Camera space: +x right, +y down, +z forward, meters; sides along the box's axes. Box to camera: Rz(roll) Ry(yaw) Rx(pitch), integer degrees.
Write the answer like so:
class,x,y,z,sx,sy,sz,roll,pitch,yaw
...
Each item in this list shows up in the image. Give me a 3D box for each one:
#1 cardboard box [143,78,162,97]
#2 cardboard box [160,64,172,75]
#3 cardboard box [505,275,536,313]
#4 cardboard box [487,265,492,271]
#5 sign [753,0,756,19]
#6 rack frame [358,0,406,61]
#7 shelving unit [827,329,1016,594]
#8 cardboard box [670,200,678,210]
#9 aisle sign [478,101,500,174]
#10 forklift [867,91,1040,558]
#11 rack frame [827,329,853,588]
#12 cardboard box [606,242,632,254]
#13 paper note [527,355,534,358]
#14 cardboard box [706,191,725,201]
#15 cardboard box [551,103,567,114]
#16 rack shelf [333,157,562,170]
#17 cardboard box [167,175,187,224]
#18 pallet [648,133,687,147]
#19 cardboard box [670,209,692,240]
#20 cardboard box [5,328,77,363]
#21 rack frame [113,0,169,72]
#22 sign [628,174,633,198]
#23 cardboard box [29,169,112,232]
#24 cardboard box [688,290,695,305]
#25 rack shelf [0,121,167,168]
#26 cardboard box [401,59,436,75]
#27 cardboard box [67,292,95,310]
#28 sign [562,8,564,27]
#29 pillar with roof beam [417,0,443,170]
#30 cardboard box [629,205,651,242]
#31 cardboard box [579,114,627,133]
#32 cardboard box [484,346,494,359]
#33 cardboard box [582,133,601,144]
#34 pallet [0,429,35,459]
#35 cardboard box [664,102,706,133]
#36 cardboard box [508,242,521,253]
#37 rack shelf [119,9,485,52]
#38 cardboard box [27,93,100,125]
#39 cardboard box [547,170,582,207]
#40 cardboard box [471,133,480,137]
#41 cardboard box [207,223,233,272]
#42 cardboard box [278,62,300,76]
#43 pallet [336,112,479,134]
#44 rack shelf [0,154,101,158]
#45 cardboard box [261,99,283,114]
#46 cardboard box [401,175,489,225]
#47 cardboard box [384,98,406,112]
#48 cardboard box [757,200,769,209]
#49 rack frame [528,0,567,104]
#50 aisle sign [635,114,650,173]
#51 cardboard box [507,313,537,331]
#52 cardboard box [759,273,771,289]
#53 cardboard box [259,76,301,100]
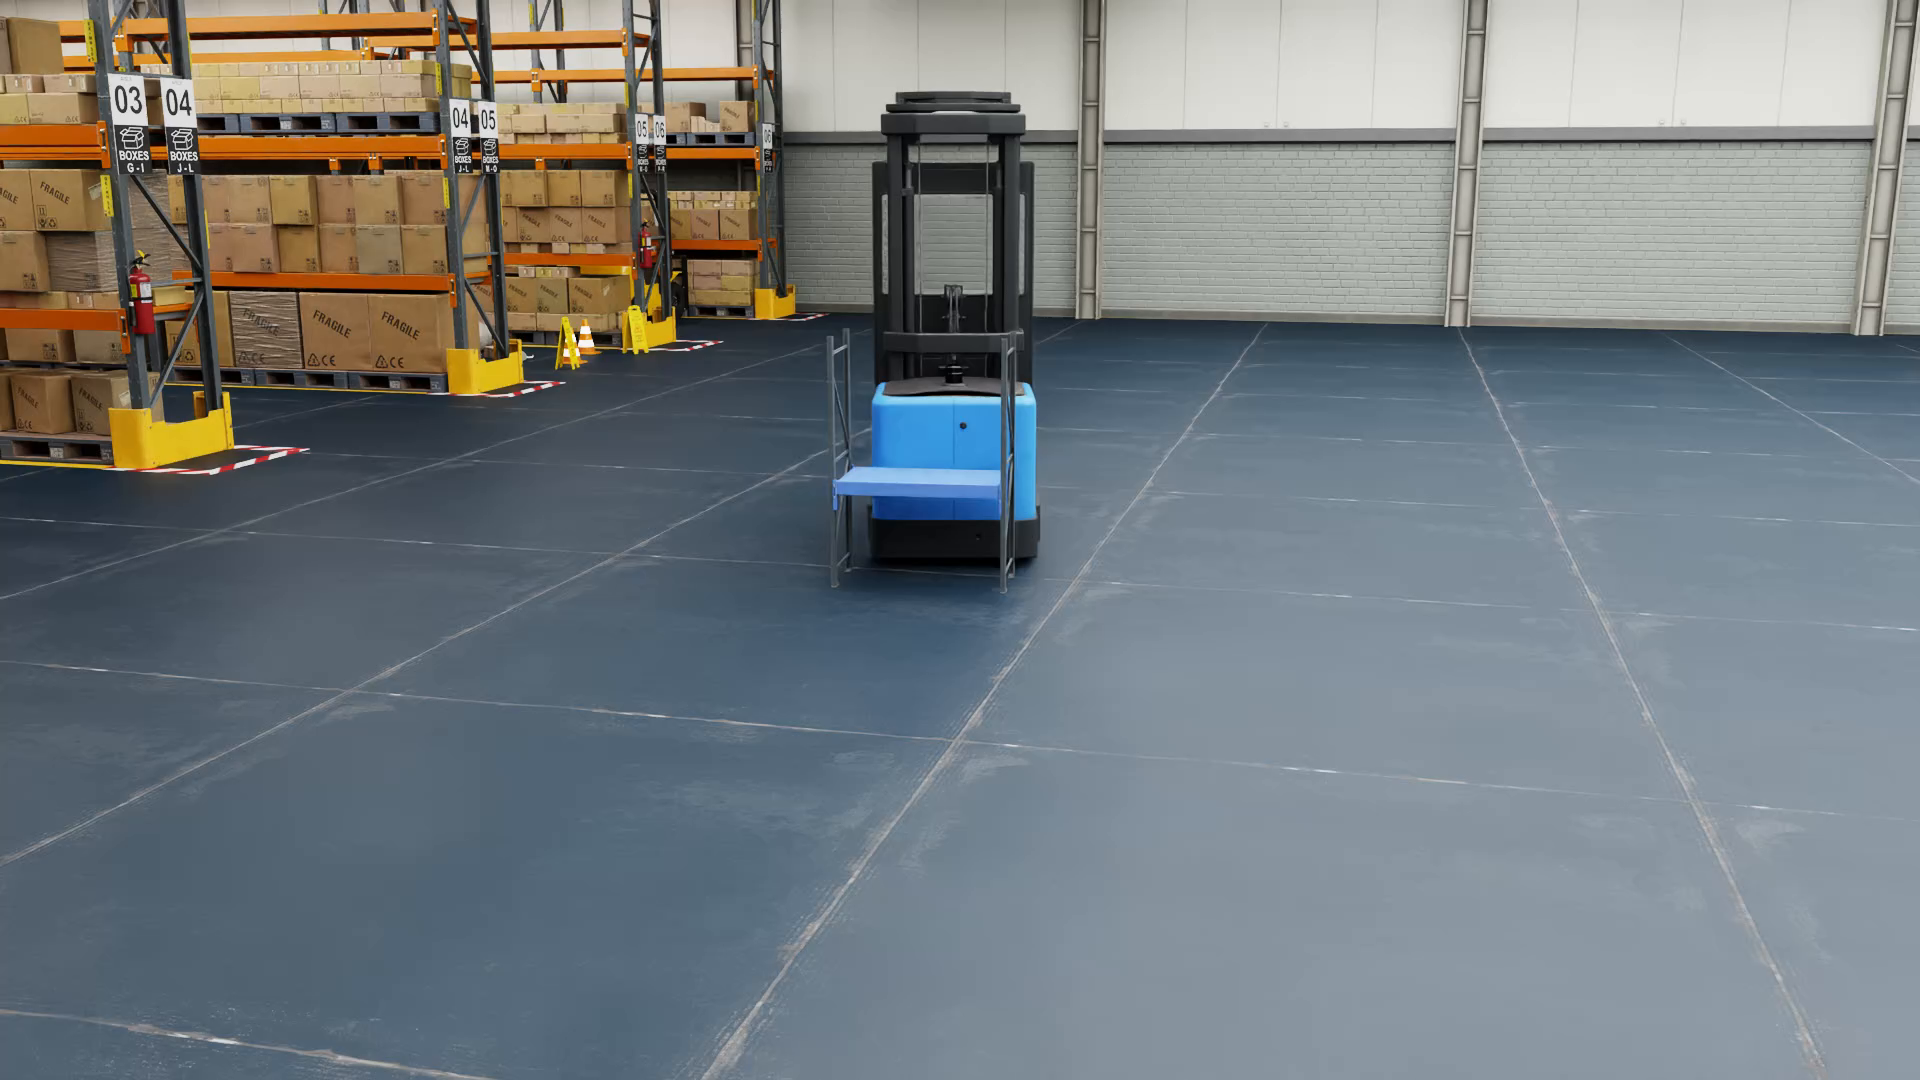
class,x,y,z,sx,sy,sz,roll,pitch,yaw
cardboard box,-6.963,-3.830,14.073,0.250,0.149,0.380,3,13,13
cardboard box,-8.827,-5.308,18.848,0.250,0.149,0.380,3,13,13
cardboard box,-6.212,-3.535,23.889,0.500,0.500,0.500,3,13,12
cardboard box,-6.883,-3.872,23.912,0.250,0.149,0.380,4,13,17
sign,-3.334,-8.620,26.970,0.005,0.325,0.100,3,13,14
rack frame,-8.260,-7.402,23.820,0.127,3.000,1.000,3,13,14
shelving unit,-0.218,-0.481,9.941,1.048,1.500,0.538,2,13,8
cardboard box,-4.846,-5.696,28.251,0.250,0.149,0.380,3,13,14
aisle sign,-5.323,-4.548,18.805,0.004,0.787,0.394,3,13,14
forklift,-0.047,-1.578,11.580,1.130,2.935,3.031,0,13,0
rack frame,-0.722,-0.497,10.010,0.032,1.500,0.500,2,13,8
cardboard box,-4.791,-4.117,23.446,0.250,0.149,0.380,4,13,15
paper note,-5.771,-2.447,22.190,0.142,0.019,0.148,-1,13,-6
cardboard box,-4.096,-5.809,28.075,0.250,0.149,0.380,3,13,15
cardboard box,-5.503,-6.007,23.197,0.250,0.149,0.380,3,13,14
rack shelf,-9.016,-6.734,29.396,4.000,0.370,1.077,3,13,14
cardboard box,-8.998,-4.001,19.503,0.550,0.550,0.875,3,13,14
pallet,-5.059,-6.836,28.398,1.213,0.211,1.003,3,13,14
cardboard box,-4.730,-5.384,28.345,0.500,0.500,0.500,3,13,12
cardboard box,-10.908,-2.598,20.242,0.750,0.750,1.050,3,13,14
rack frame,-9.348,-6.356,19.105,0.127,3.000,1.000,3,13,14
sign,-4.529,-4.869,22.853,0.005,0.325,0.100,3,13,14
cardboard box,-7.344,-2.840,13.885,0.500,0.500,0.500,3,13,14
cardboard box,-4.687,-4.186,28.554,0.500,0.250,0.500,3,13,14
rack shelf,-8.692,-3.399,14.362,4.000,0.370,1.077,3,13,14
cardboard box,-5.872,-5.150,18.136,0.250,0.149,0.380,3,13,14
cardboard box,-7.319,-2.043,14.099,0.250,0.149,0.380,3,13,14
sign,-6.917,-9.095,28.928,0.005,0.325,0.100,3,13,14
pillar with roof beam,-10.507,-7.870,25.930,0.400,9.000,9.100,3,13,14
cardboard box,-4.770,-4.542,23.865,0.500,0.500,0.500,3,13,13
cardboard box,-4.938,-5.772,23.058,0.500,0.250,0.500,3,13,13
cardboard box,-6.132,-2.517,22.235,0.250,0.149,0.380,12,17,43
cardboard box,-5.039,-5.573,23.082,0.250,0.149,0.380,3,13,14
pallet,-8.785,-0.938,14.972,1.213,0.211,1.003,3,13,14
cardboard box,-4.649,-7.122,28.055,0.500,0.500,0.700,3,13,14
cardboard box,-6.270,-4.201,23.822,0.250,0.149,0.380,3,13,14
rack shelf,-7.406,-5.705,18.758,4.000,0.370,1.077,3,13,14
cardboard box,-7.280,-3.544,13.705,0.500,0.250,0.500,3,13,15
cardboard box,-5.414,-4.956,23.421,0.500,0.500,0.700,3,13,14
cardboard box,-6.785,-5.662,23.482,0.250,0.149,0.380,3,13,12
cardboard box,-8.447,-3.460,19.556,0.550,0.550,0.875,3,13,14
cardboard box,-7.353,-5.230,18.493,0.250,0.149,0.380,3,13,14
pallet,-6.187,-4.677,18.667,1.213,0.211,1.003,3,13,14
rack shelf,-14.085,-5.898,25.627,4.000,0.370,1.077,3,13,14
cardboard box,-7.599,-4.853,18.638,0.250,0.149,0.380,3,13,14
cardboard box,-5.815,-3.847,18.809,0.550,0.550,0.875,3,13,14
cardboard box,-6.113,-4.774,18.281,0.250,0.149,0.380,3,13,14
cardboard box,-3.458,-5.747,28.484,0.250,0.149,0.380,3,13,12
rack frame,-7.074,-8.446,28.526,0.127,3.000,1.000,3,13,14
aisle sign,-4.386,-5.470,22.964,0.004,0.787,0.394,3,13,14
cardboard box,-6.236,-3.168,23.967,0.500,0.250,0.500,3,13,12
cardboard box,-3.597,-4.484,28.745,0.500,0.250,0.500,3,13,15
cardboard box,-7.468,-5.055,18.626,0.500,0.250,0.500,3,13,14
